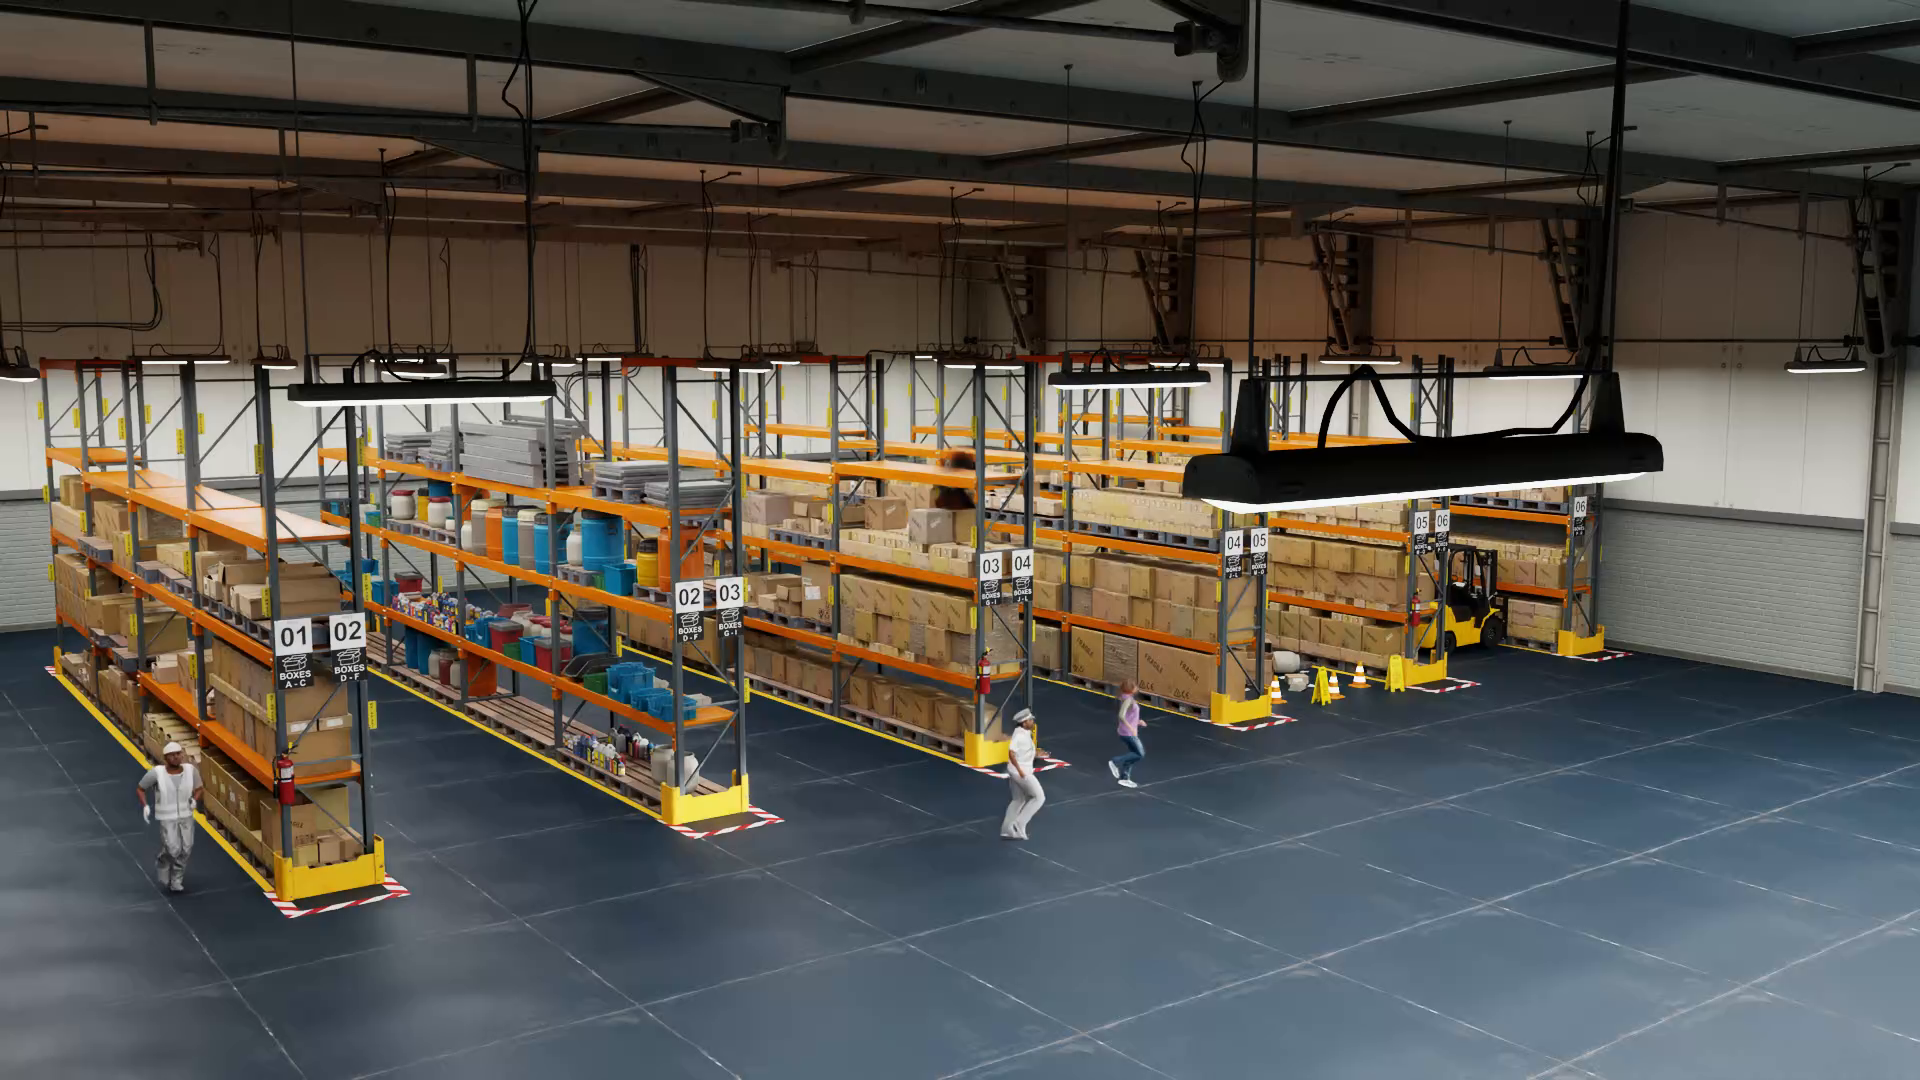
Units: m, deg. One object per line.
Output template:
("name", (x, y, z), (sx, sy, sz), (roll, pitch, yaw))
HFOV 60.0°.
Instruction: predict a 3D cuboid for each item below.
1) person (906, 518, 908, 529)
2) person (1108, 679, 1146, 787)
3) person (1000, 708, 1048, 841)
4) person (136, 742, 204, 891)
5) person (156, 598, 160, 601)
("person", (-1.589, 0.117, 44.744), (0.609, 1.731, 0.760), (0, 7, -1))
("person", (2.381, 2.747, 23.644), (0.547, 1.559, 0.549), (0, 7, 2))
("person", (0.830, 2.967, 21.168), (0.637, 1.691, 0.553), (-1, 7, -11))
("person", (-8.977, 3.186, 19.052), (0.671, 1.744, 0.583), (-6, 9, -43))
("person", (-15.921, 1.456, 33.291), (0.895, 1.778, 0.661), (0, 7, -3))
